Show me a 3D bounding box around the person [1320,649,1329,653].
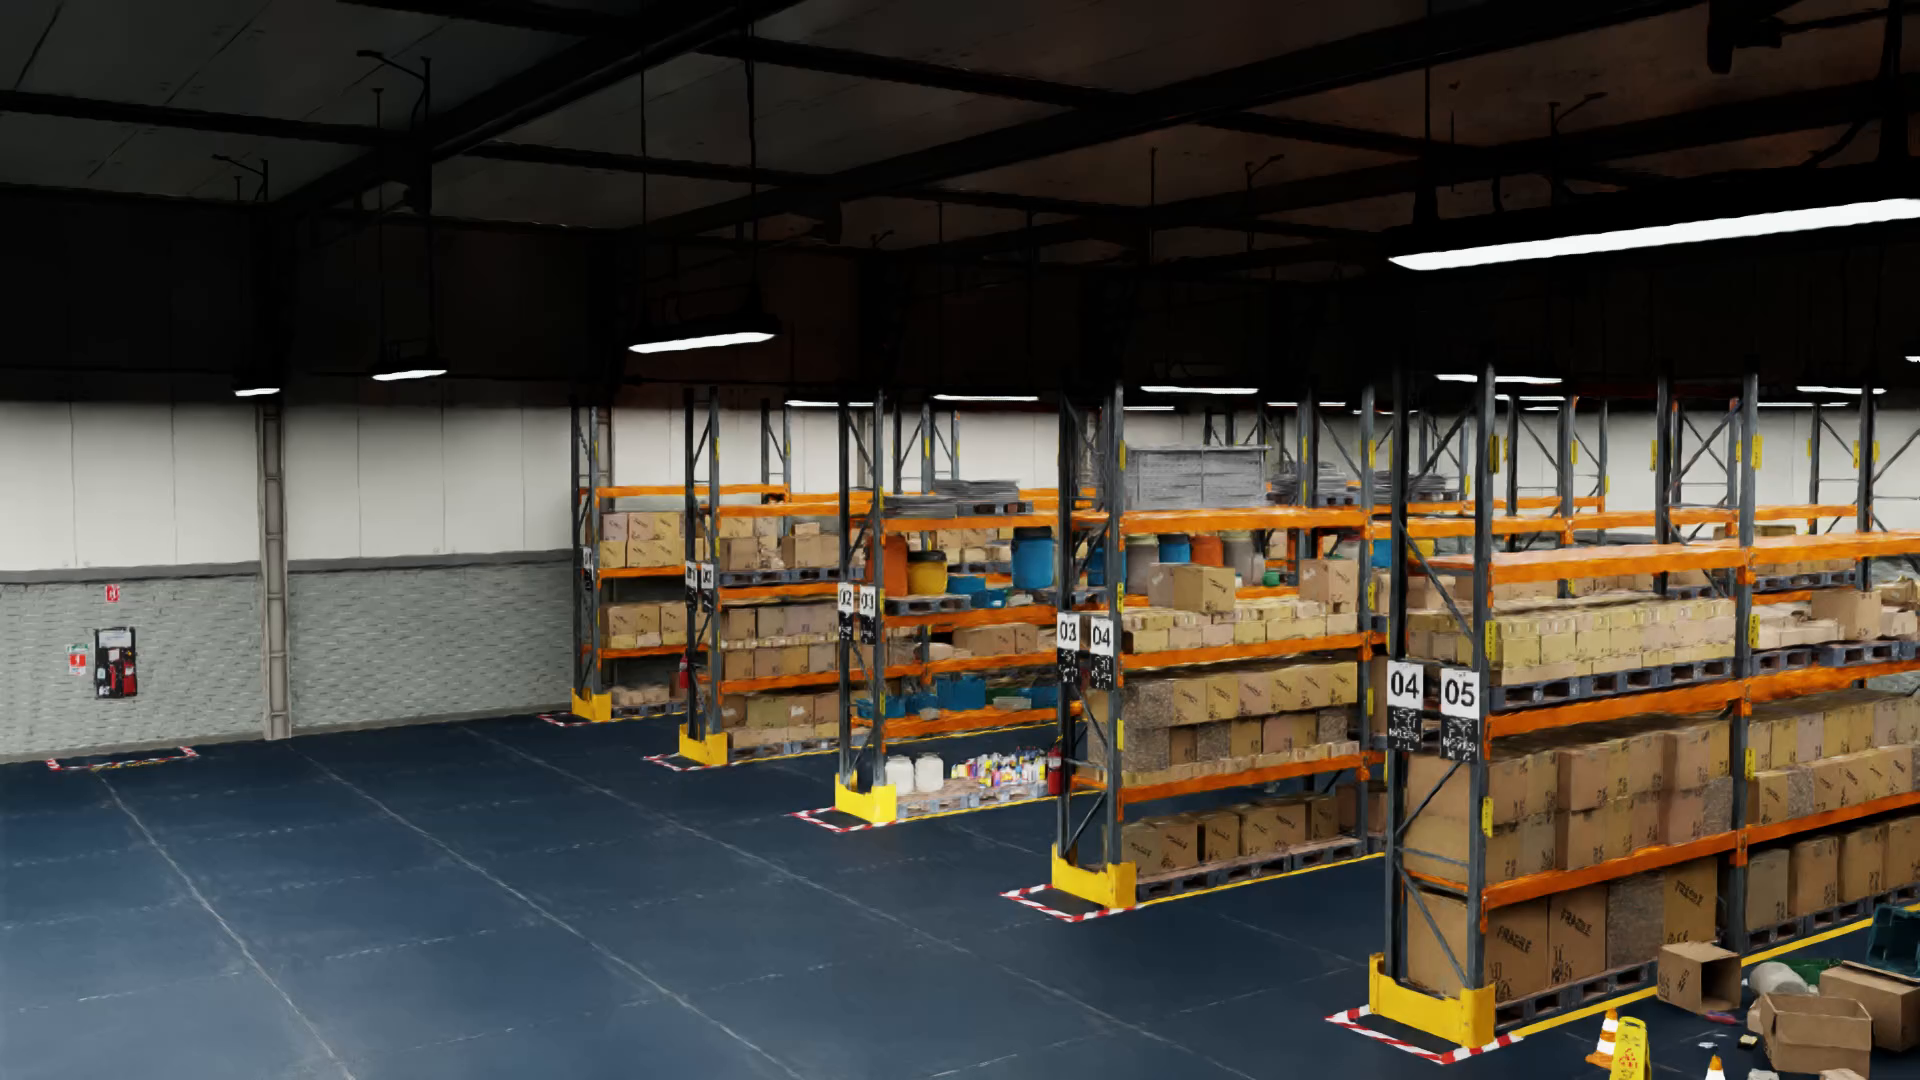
[{"bbox_3d":[8.168,2.119,37.251,0.360,1.718,0.517,3,4,39],"label":"person"}]

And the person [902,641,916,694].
[{"bbox_3d":[-0.997,2.440,31.972,0.507,1.619,0.580,-2,4,-35],"label":"person"}]

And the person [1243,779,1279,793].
[{"bbox_3d":[4.391,2.842,24.390,0.574,1.726,0.677,-2,4,-36],"label":"person"}]
